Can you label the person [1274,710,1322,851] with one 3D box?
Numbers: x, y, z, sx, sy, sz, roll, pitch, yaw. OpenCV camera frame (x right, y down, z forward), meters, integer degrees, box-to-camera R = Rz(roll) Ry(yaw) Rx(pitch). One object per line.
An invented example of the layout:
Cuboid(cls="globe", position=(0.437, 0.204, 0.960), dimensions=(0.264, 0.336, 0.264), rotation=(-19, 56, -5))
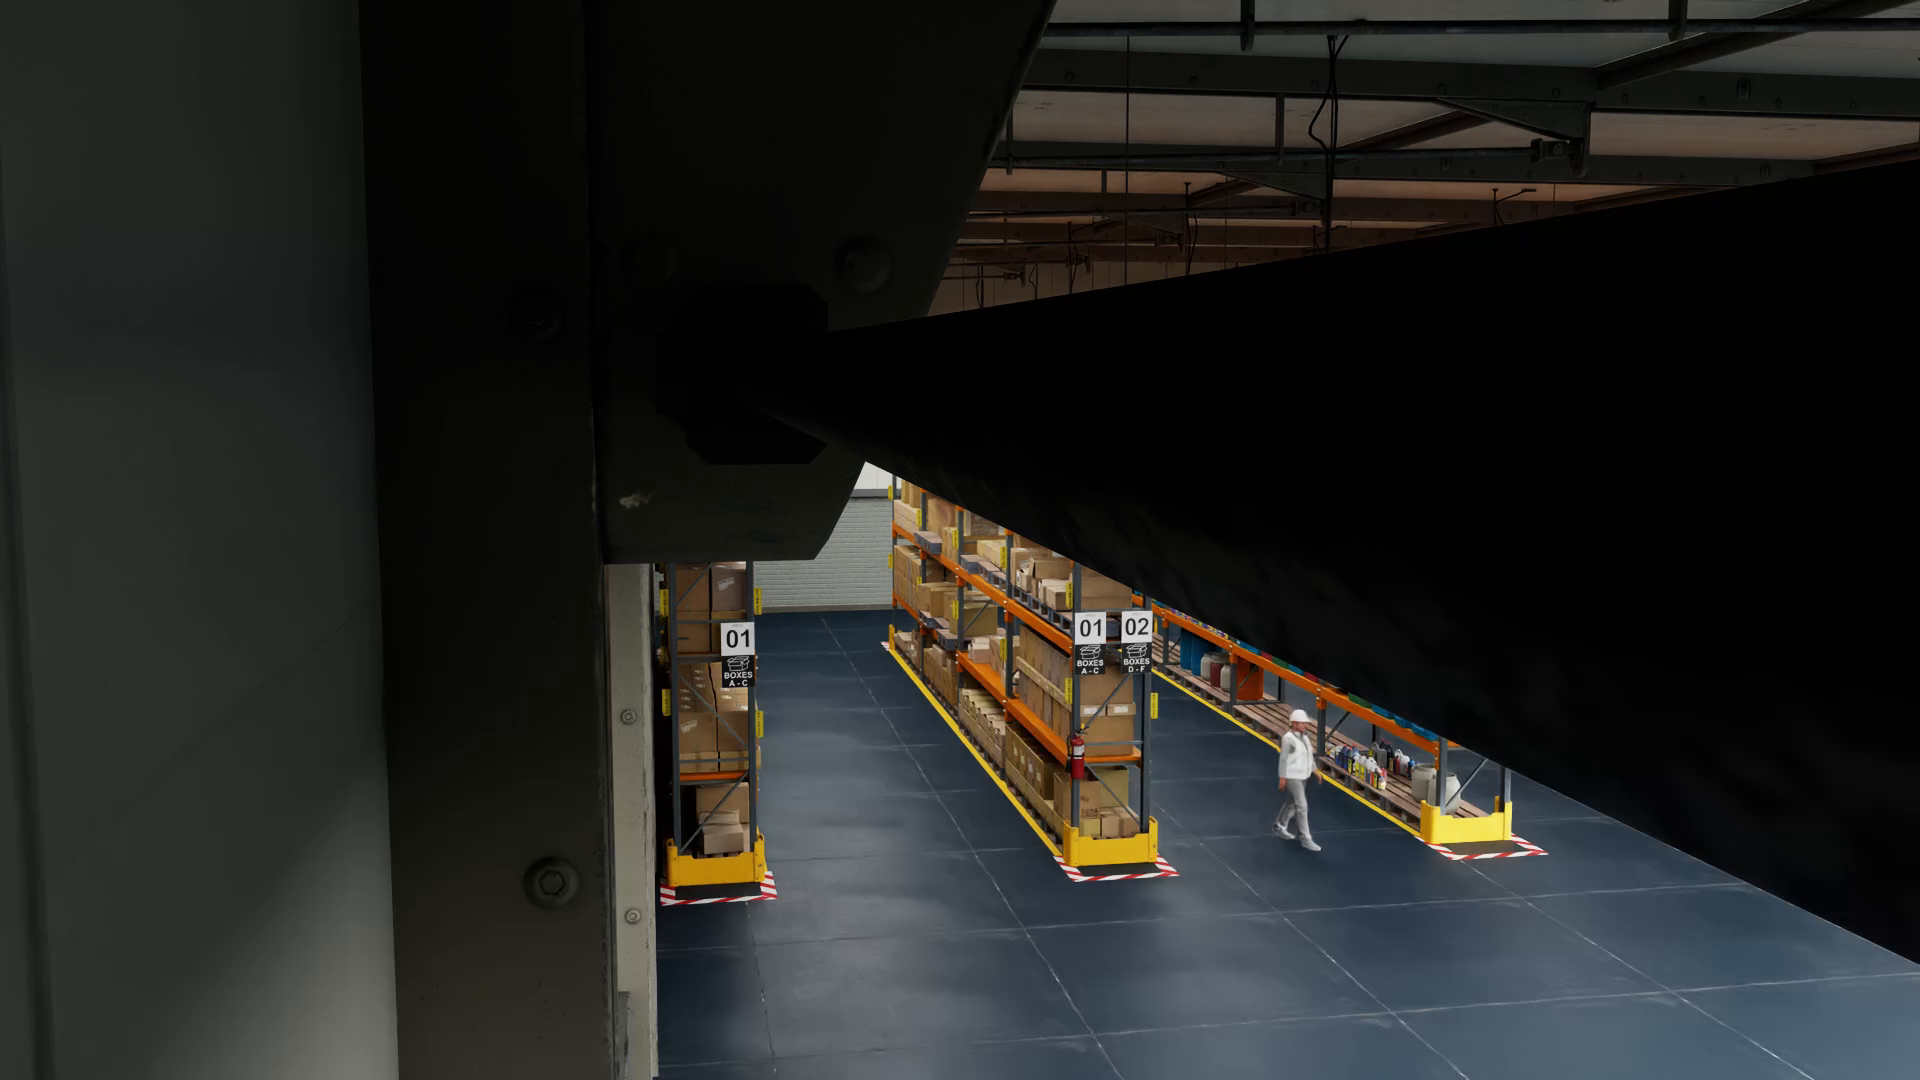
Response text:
Cuboid(cls="person", position=(4.457, 3.096, 21.729), dimensions=(0.798, 1.746, 0.590), rotation=(4, 8, 36))
